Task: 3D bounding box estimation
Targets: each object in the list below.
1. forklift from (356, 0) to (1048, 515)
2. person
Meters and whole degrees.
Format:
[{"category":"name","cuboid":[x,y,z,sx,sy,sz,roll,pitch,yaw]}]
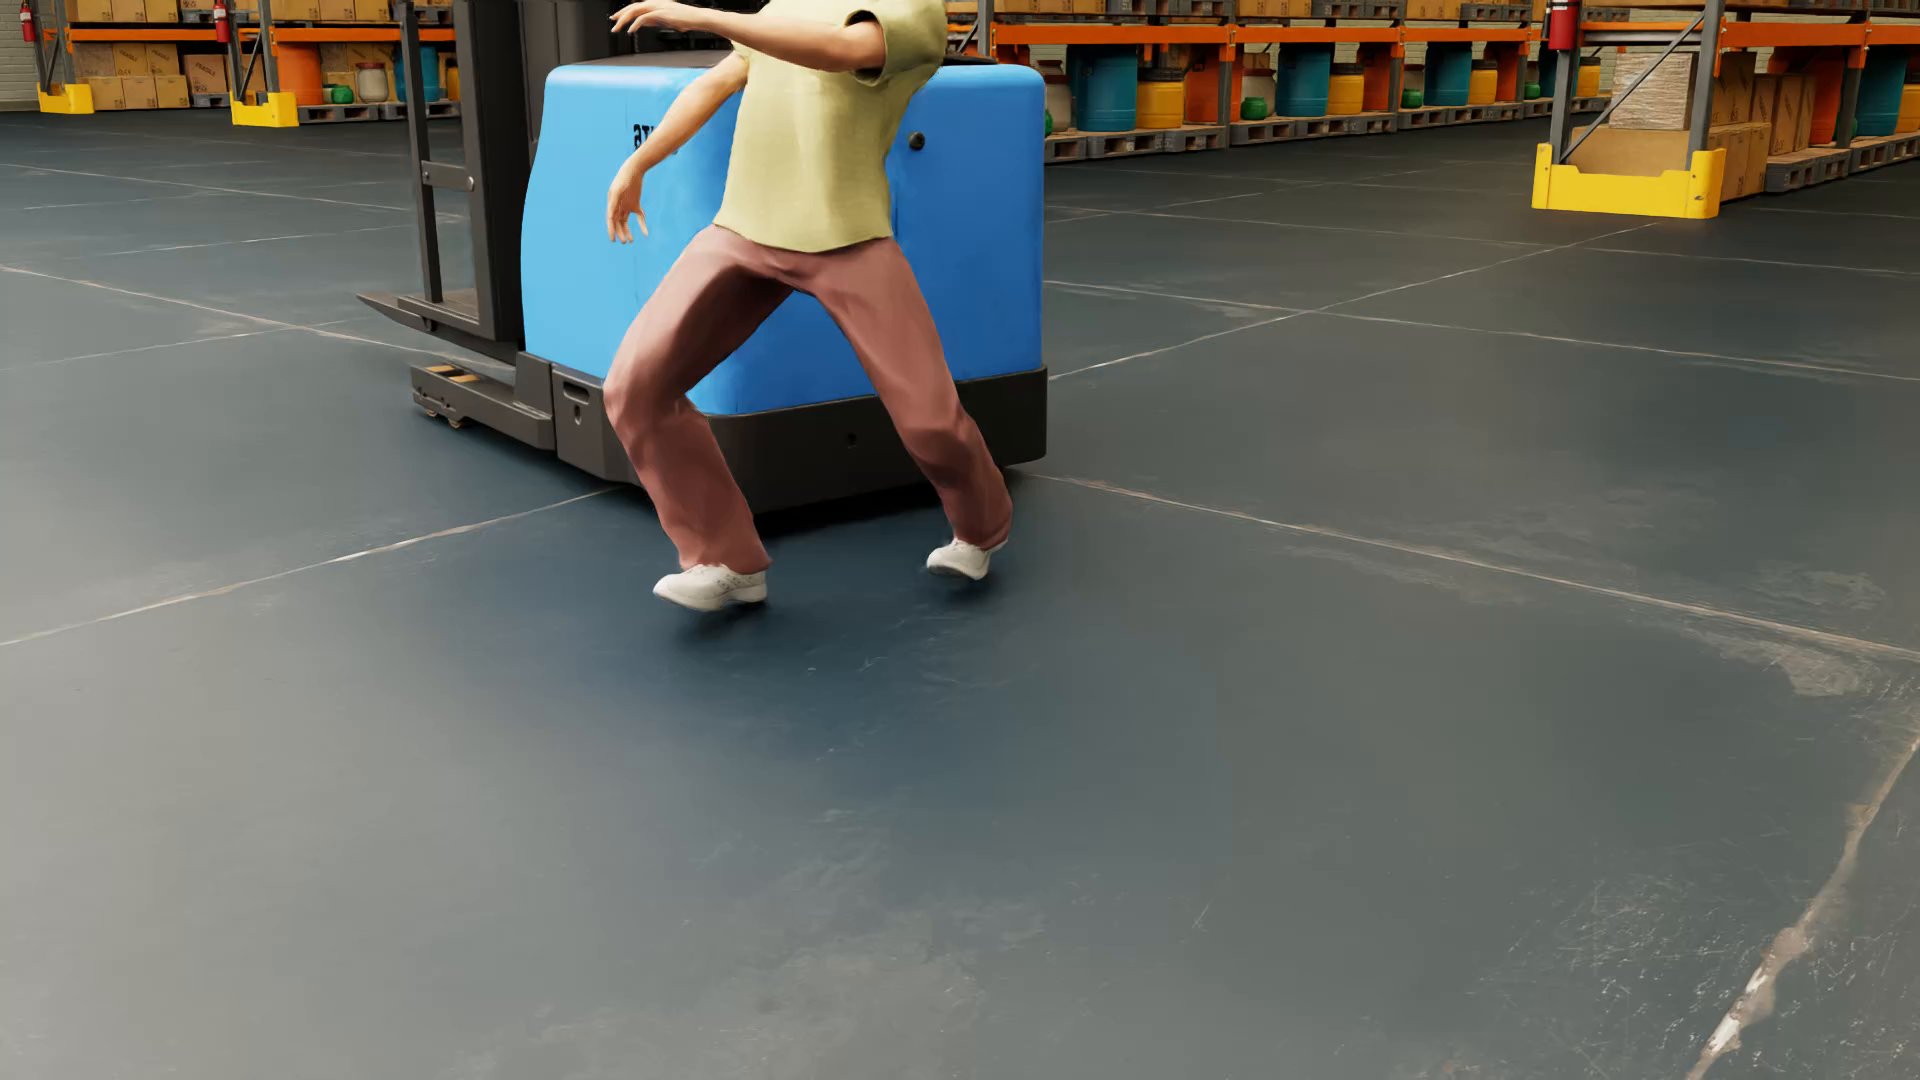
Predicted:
[{"category":"forklift","cuboid":[-1.063,-1.816,4.879,1.130,2.935,3.031,-13,21,-36]},{"category":"person","cuboid":[-0.343,-0.592,3.253,0.787,1.496,0.817,7,18,22]}]
